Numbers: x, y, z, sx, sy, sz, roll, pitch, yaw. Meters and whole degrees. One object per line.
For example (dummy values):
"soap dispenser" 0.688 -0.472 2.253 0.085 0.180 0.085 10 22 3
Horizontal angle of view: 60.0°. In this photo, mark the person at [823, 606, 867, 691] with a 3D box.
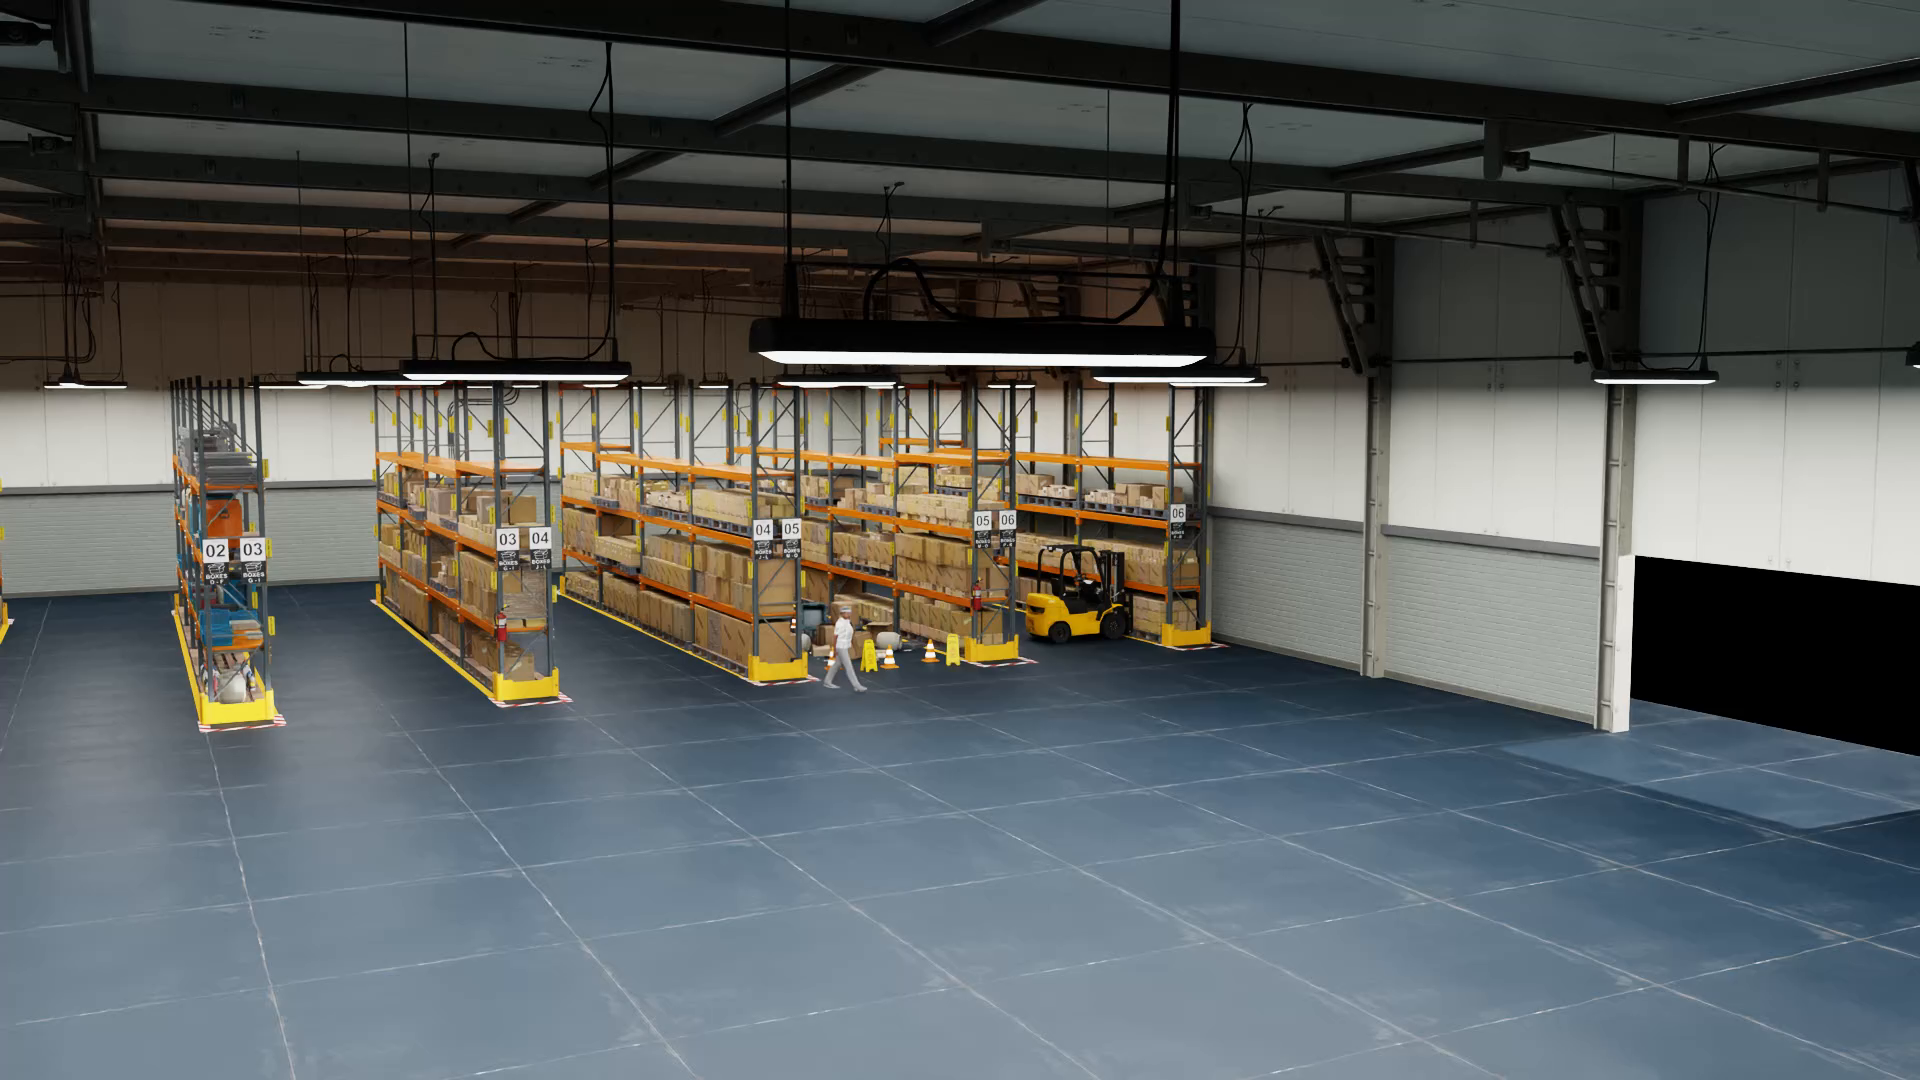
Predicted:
"person" -2.187 2.064 31.808 0.985 1.616 0.491 1 5 15
